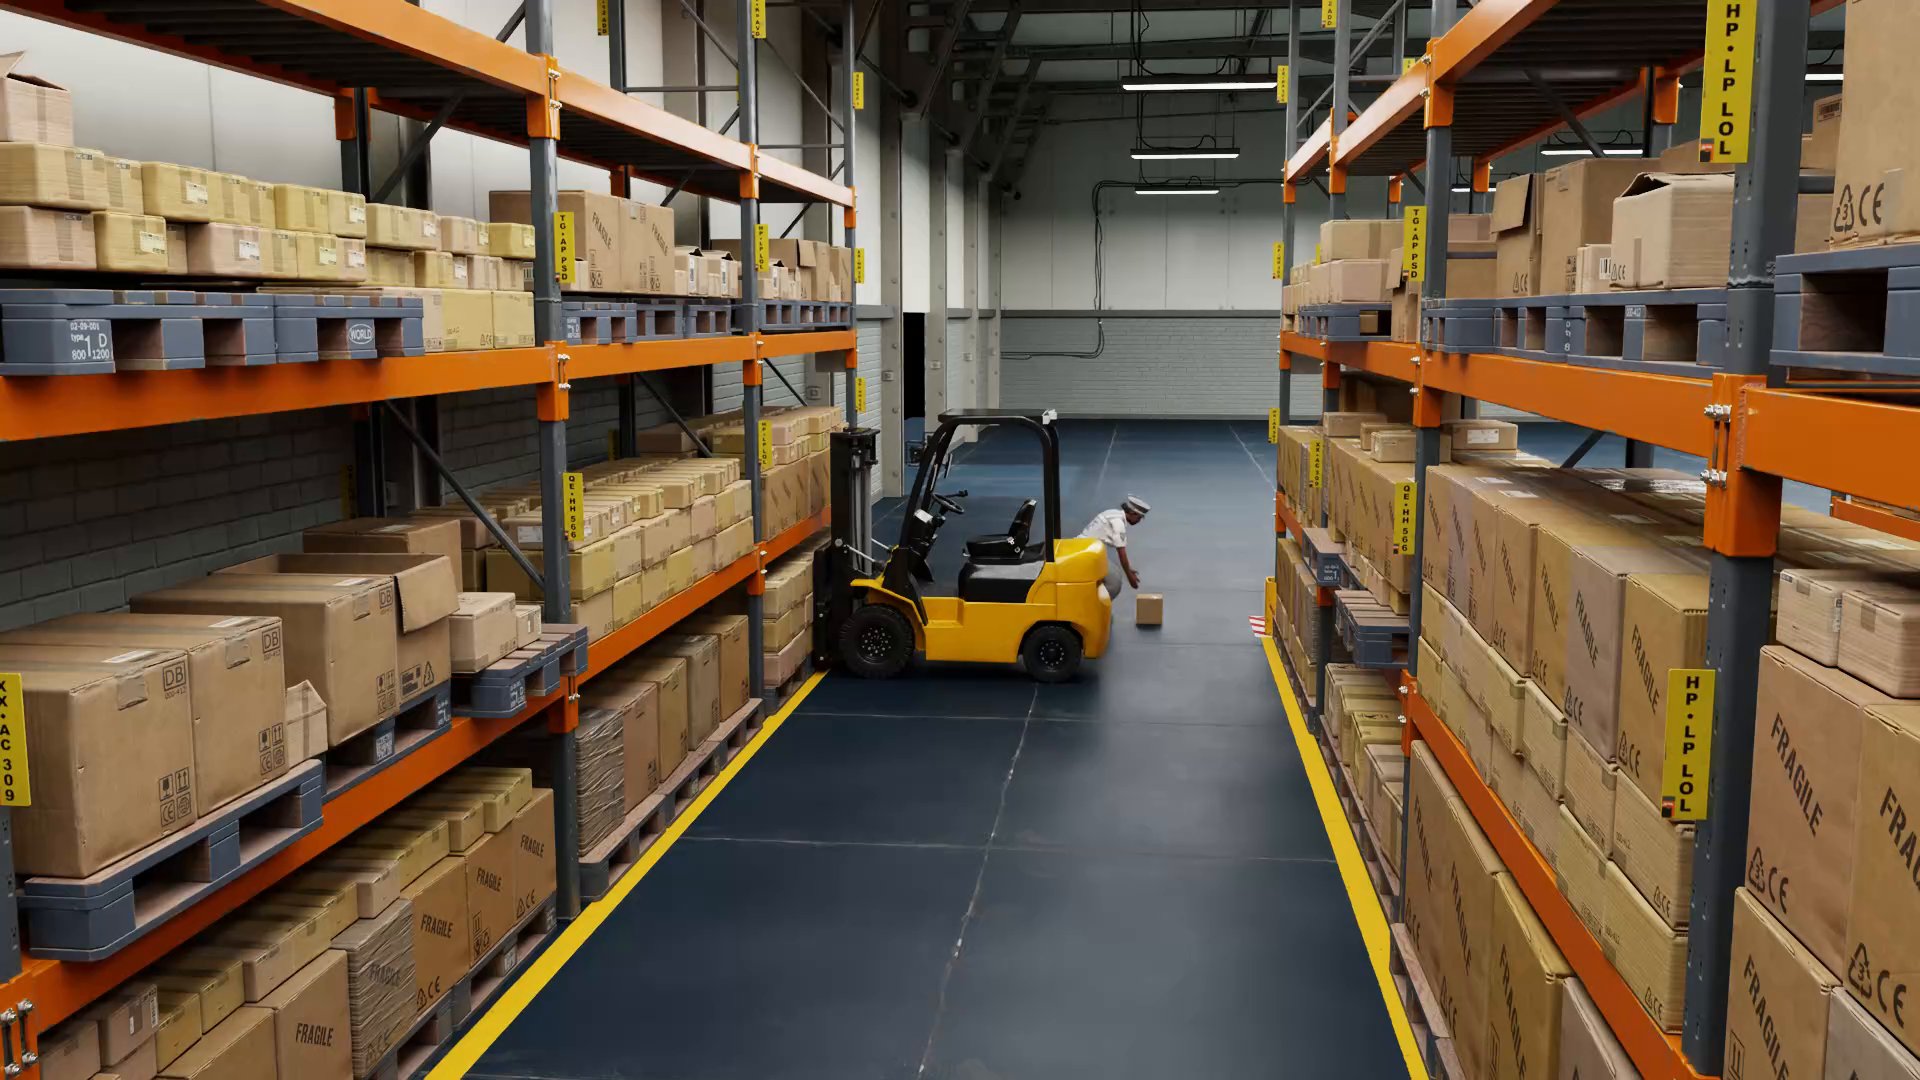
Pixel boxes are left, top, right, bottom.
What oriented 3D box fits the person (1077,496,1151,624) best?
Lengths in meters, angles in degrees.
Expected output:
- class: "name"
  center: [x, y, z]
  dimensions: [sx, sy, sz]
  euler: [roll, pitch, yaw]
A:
- class: "person"
  center: [1.445, 0.201, 16.118]
  dimensions: [0.792, 1.187, 0.501]
  euler: [1, 8, 6]
